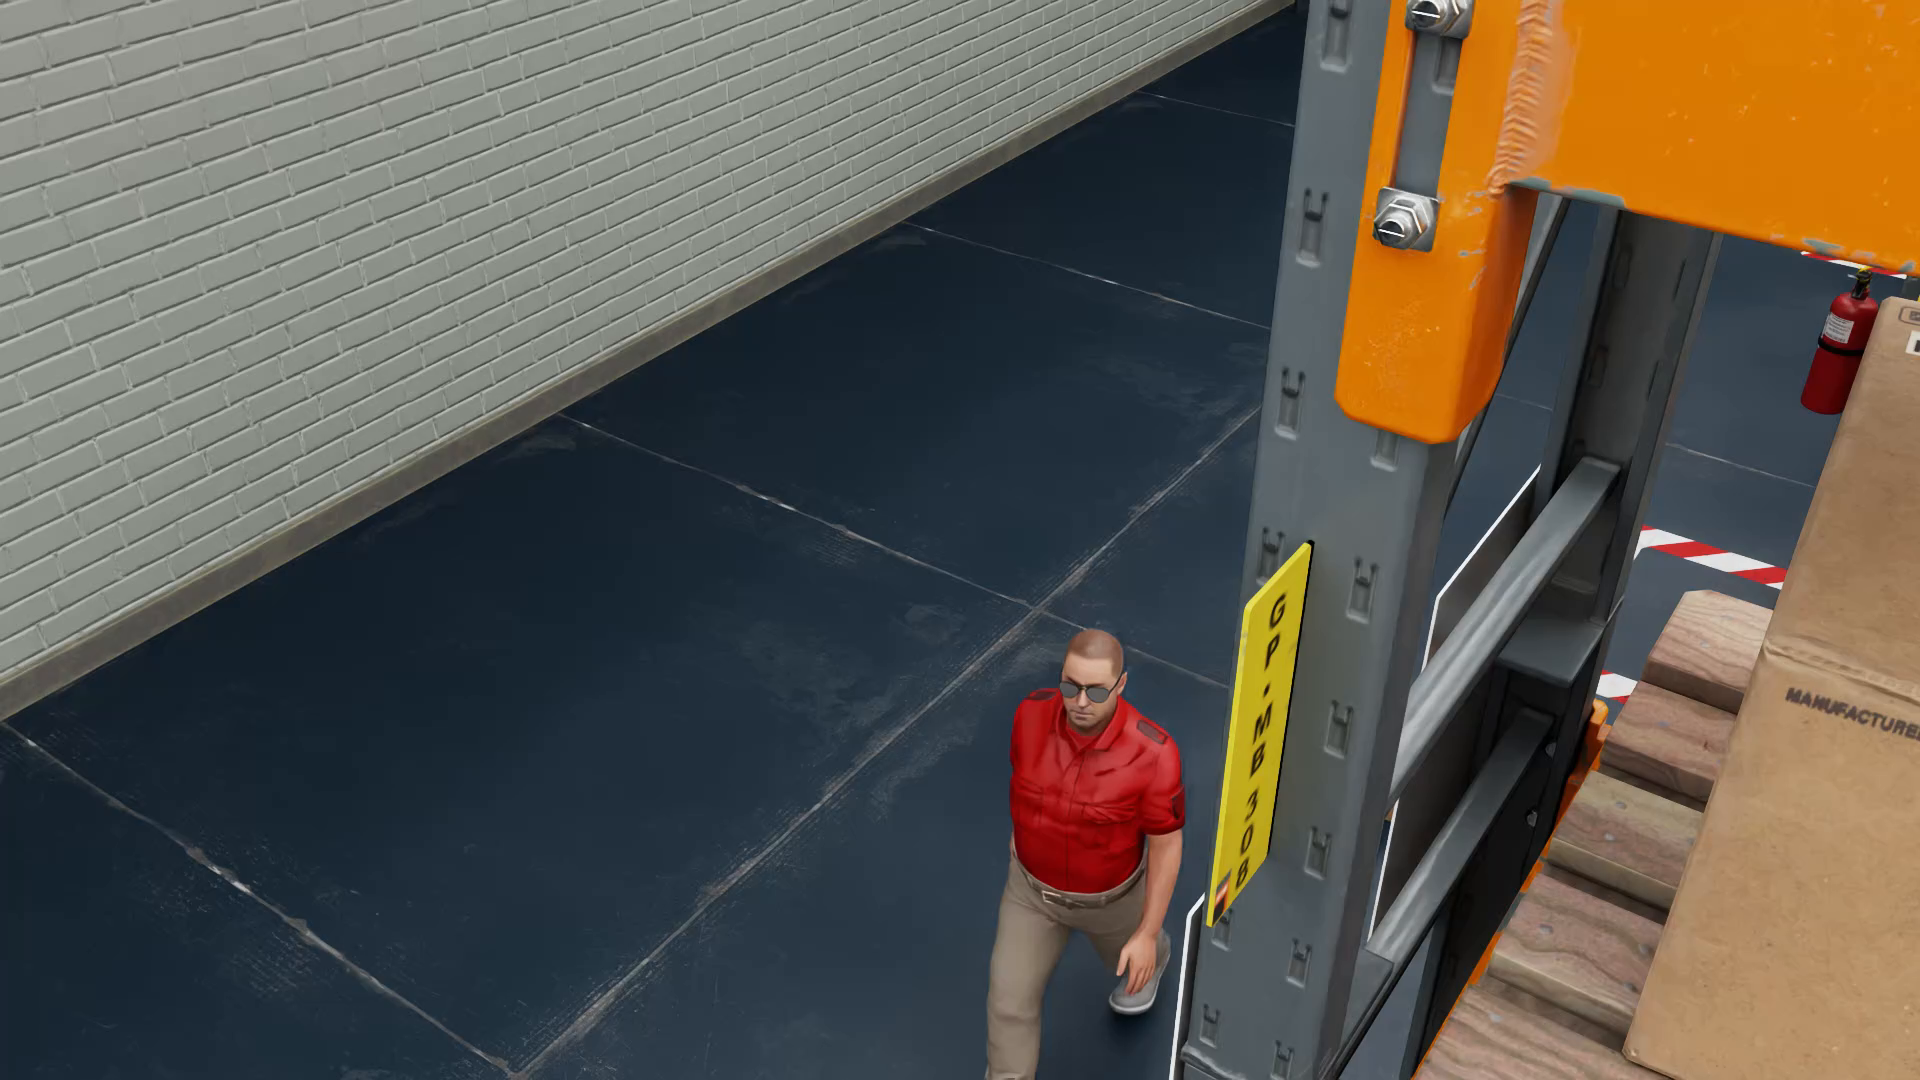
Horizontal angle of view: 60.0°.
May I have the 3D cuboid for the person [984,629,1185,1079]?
[{"bbox_3d":[0.338,0.987,4.724,0.568,1.668,1.072,14,37,19],"label":"person"}]
